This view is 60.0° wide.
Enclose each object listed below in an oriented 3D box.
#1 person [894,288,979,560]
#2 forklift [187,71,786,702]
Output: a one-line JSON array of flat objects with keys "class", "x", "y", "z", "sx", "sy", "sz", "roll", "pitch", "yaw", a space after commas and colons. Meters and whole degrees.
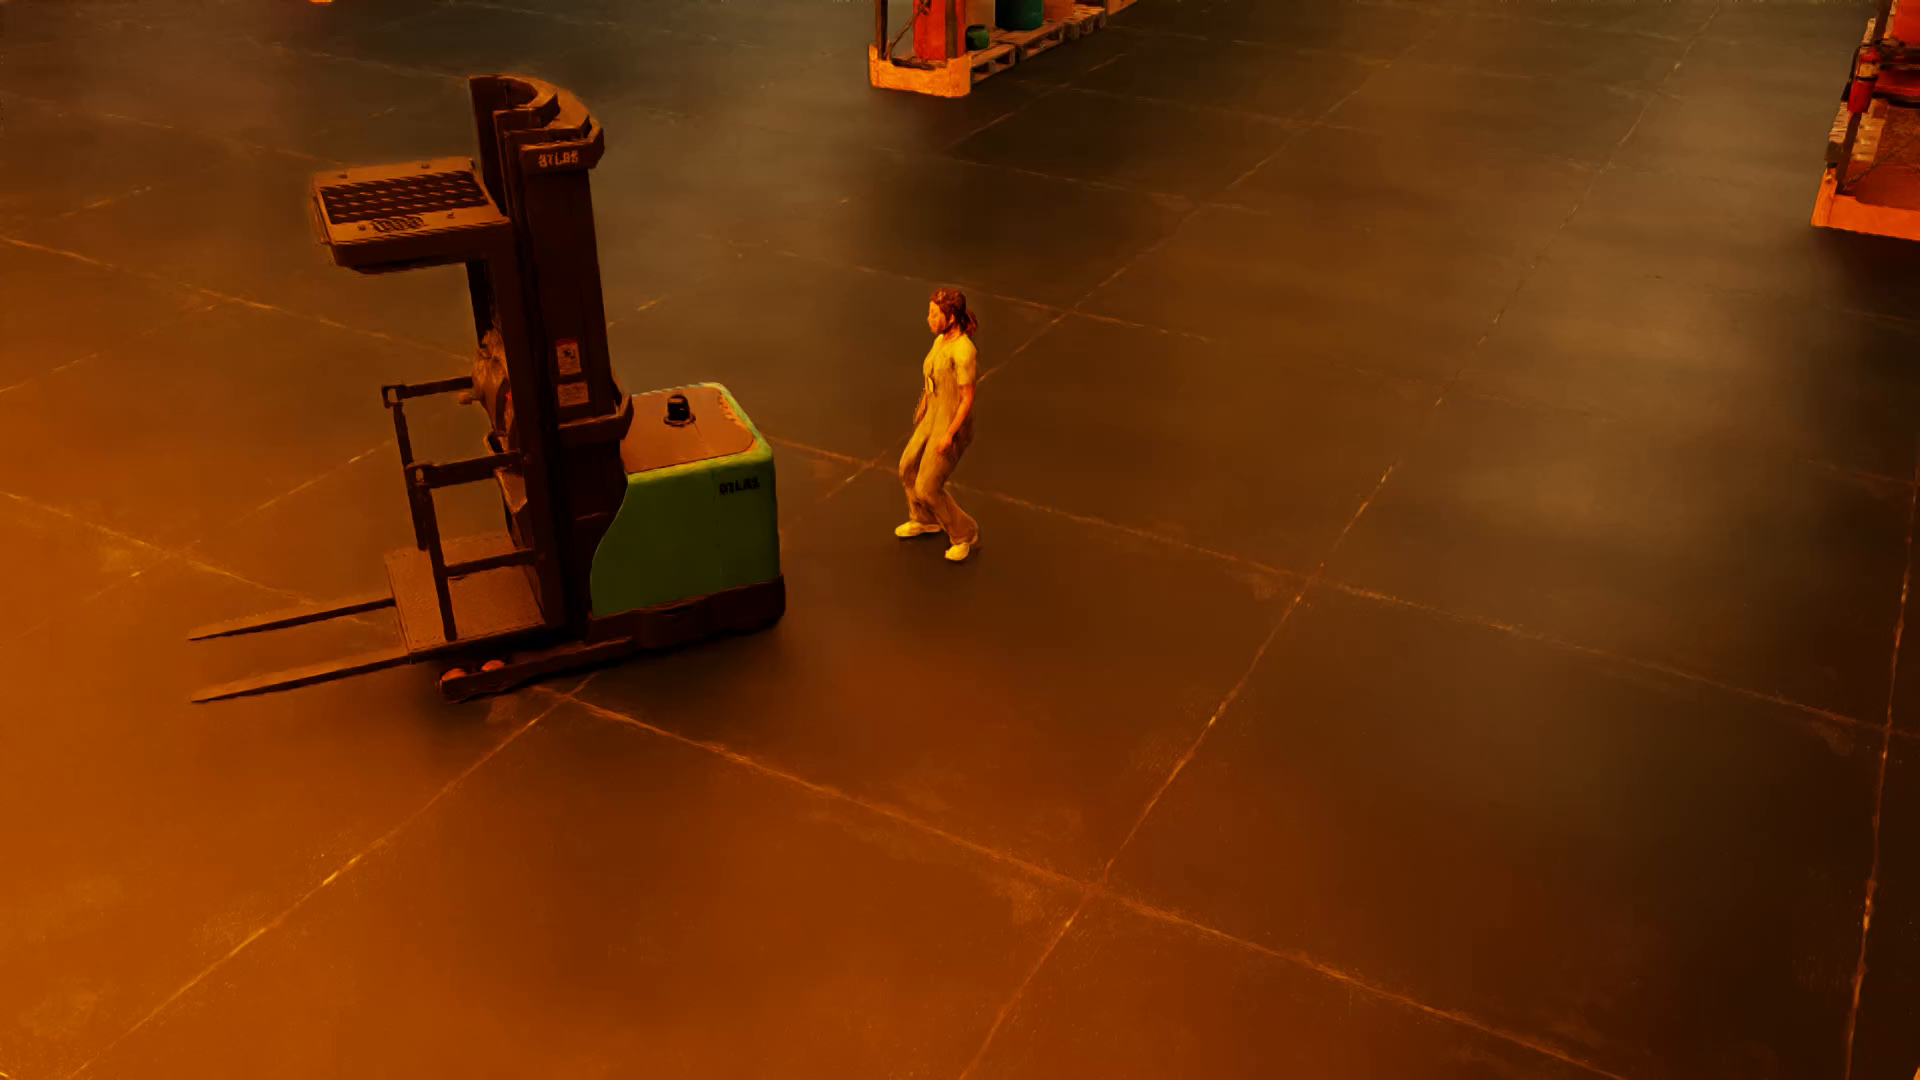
[{"class": "person", "x": -0.123, "y": -0.678, "z": 9.568, "sx": 0.480, "sy": 1.612, "sz": 0.648, "roll": -9, "pitch": 31, "yaw": -15}, {"class": "forklift", "x": -2.529, "y": -0.738, "z": 8.350, "sx": 3.031, "sy": 2.935, "sz": 1.130, "roll": -12, "pitch": 32, "yaw": -20}]
